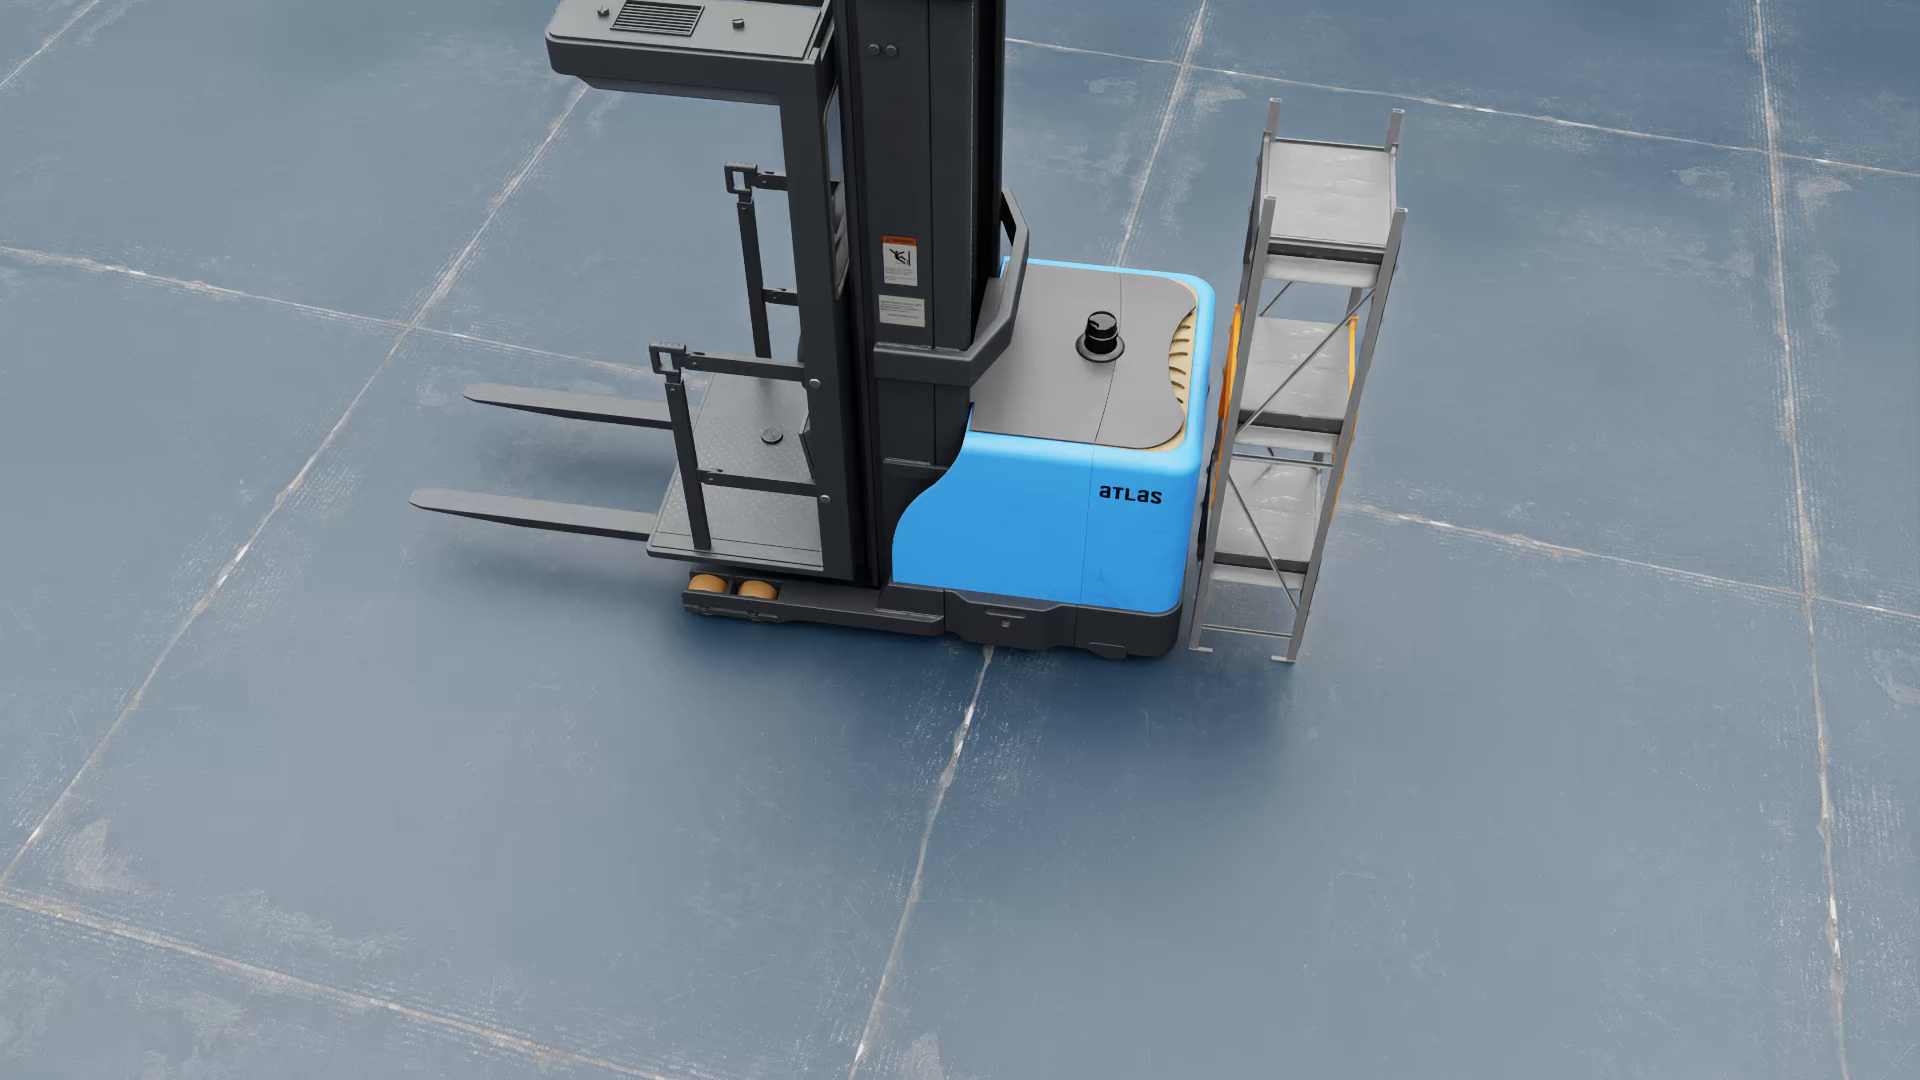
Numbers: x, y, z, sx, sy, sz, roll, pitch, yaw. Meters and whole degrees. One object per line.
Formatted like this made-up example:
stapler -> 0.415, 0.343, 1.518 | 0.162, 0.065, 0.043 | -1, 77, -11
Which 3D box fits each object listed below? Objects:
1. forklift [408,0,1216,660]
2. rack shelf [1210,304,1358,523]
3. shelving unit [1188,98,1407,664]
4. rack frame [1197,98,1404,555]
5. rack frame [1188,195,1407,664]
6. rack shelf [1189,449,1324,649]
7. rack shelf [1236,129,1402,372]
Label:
forklift -> -0.615, -1.043, 5.634 | 3.031, 2.935, 1.130 | 7, 49, 6
rack shelf -> 1.102, -0.430, 5.666 | 0.431, 0.518, 0.480 | 7, 49, 6
shelving unit -> 1.102, -0.439, 5.656 | 0.431, 2.100, 0.503 | 7, 49, 6
rack frame -> 1.140, -0.620, 5.815 | 0.400, 2.100, 0.015 | 7, 49, 6
rack frame -> 1.064, -0.258, 5.496 | 0.400, 2.100, 0.015 | 7, 49, 6
rack shelf -> 1.102, 0.033, 6.191 | 0.431, 0.518, 0.480 | 7, 49, 6
rack shelf -> 1.102, -0.893, 5.141 | 0.431, 0.518, 0.480 | 7, 49, 6
